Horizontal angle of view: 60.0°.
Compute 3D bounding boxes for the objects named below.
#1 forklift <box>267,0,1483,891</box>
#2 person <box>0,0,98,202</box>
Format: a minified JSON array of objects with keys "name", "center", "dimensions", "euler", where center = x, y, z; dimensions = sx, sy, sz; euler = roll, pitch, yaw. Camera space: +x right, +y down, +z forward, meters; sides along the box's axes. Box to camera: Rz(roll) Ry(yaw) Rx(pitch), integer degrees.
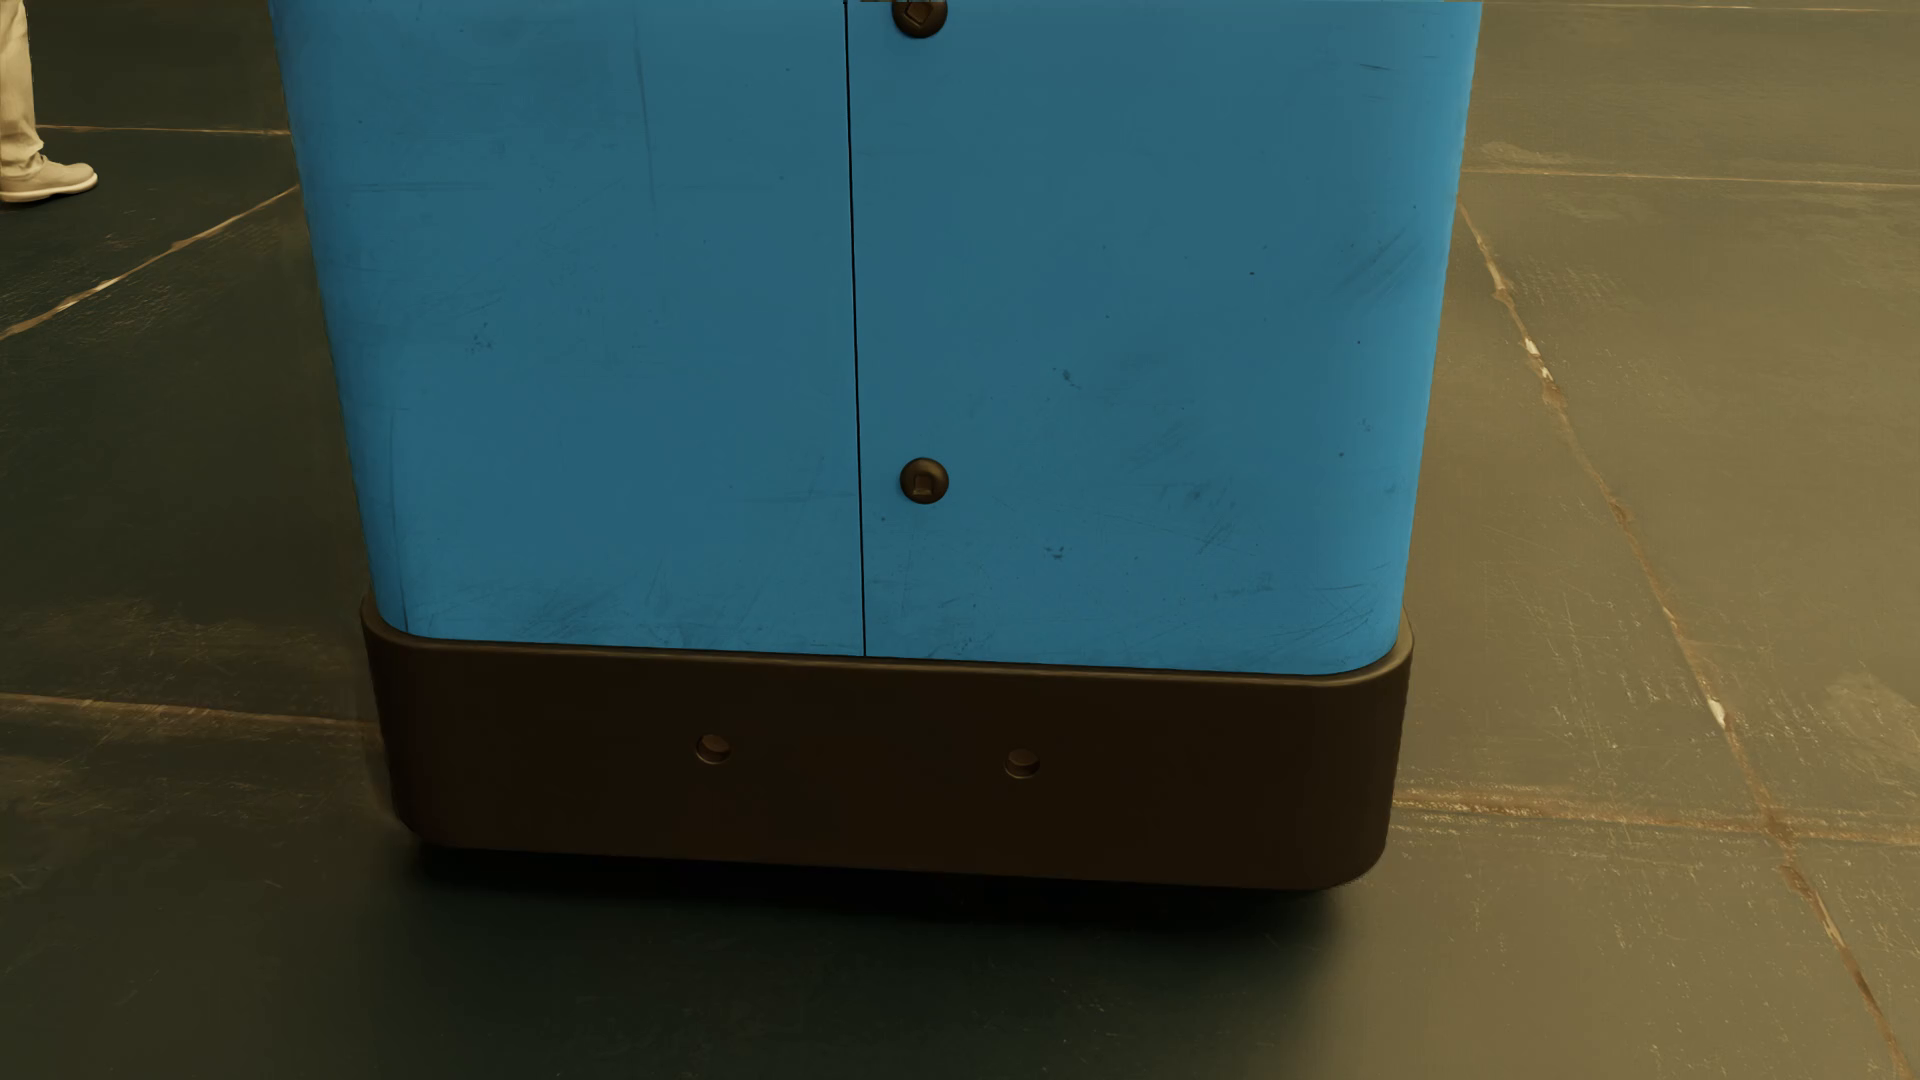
[{"name":"forklift","center":[0.033,-1.589,2.402],"dimensions":[1.130,2.935,3.031],"euler":[2,27,4]},{"name":"person","center":[-2.519,-1.614,3.897],"dimensions":[0.684,1.651,0.468],"euler":[12,29,23]}]
